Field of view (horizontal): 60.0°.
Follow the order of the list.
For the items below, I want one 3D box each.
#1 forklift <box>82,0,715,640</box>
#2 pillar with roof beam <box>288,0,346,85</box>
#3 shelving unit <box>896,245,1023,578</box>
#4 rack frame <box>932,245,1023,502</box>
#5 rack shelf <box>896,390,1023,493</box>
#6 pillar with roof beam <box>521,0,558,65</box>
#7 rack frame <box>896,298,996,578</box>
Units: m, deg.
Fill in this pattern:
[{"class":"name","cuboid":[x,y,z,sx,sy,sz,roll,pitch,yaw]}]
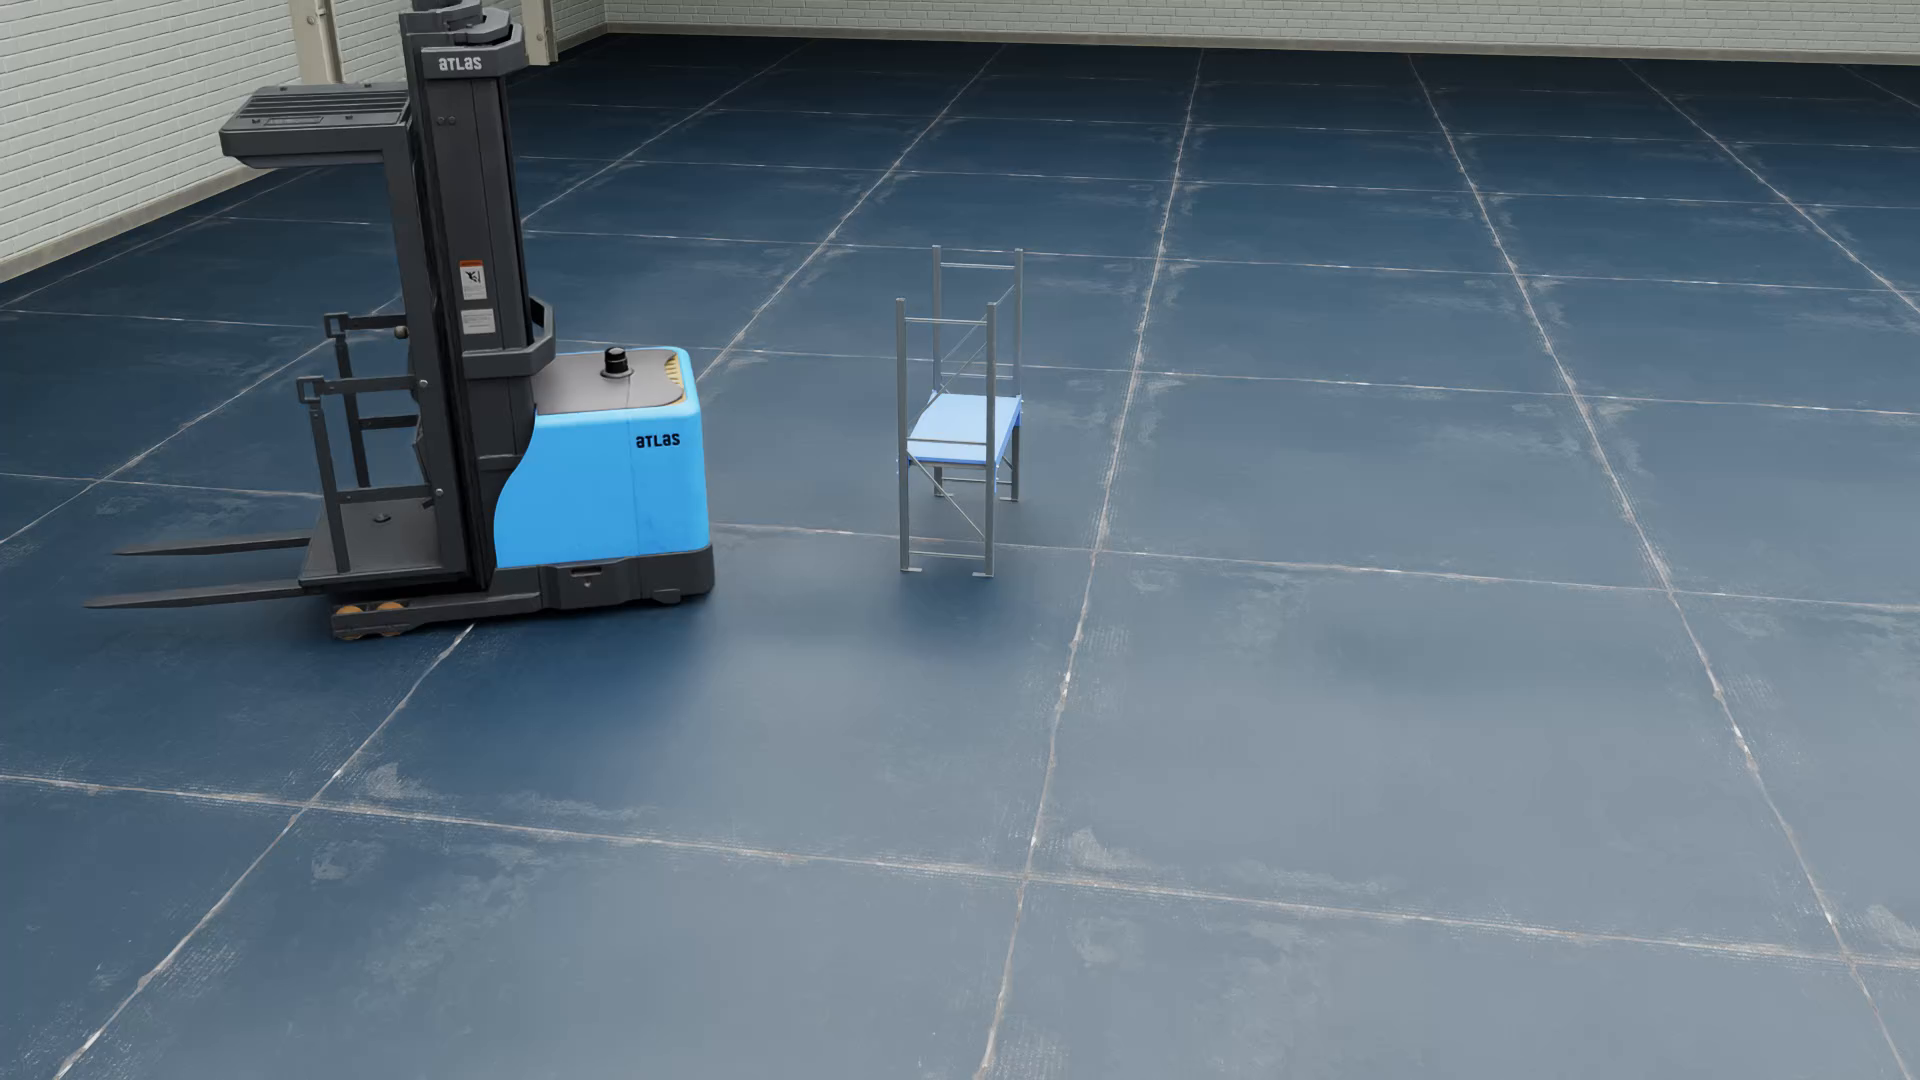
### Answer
[{"class":"forklift","cuboid":[-2.837,-1.078,8.095,3.031,2.935,1.130,-5,26,-11]},{"class":"pillar with roof beam","cuboid":[-2.728,-8.129,16.003,9.100,9.000,0.400,4,25,9]},{"class":"shelving unit","cuboid":[0.014,-0.715,9.008,0.538,1.500,1.048,4,25,9]},{"class":"rack frame","cuboid":[0.097,-0.928,9.462,0.500,1.500,0.032,4,25,9]},{"class":"rack shelf","cuboid":[0.014,-0.552,9.085,0.538,0.185,1.000,4,25,9]},{"class":"pillar with roof beam","cuboid":[-1.747,-10.639,21.364,9.100,9.000,0.400,4,25,9]},{"class":"rack frame","cuboid":[-0.069,-0.502,8.554,0.500,1.500,0.032,4,25,9]}]
